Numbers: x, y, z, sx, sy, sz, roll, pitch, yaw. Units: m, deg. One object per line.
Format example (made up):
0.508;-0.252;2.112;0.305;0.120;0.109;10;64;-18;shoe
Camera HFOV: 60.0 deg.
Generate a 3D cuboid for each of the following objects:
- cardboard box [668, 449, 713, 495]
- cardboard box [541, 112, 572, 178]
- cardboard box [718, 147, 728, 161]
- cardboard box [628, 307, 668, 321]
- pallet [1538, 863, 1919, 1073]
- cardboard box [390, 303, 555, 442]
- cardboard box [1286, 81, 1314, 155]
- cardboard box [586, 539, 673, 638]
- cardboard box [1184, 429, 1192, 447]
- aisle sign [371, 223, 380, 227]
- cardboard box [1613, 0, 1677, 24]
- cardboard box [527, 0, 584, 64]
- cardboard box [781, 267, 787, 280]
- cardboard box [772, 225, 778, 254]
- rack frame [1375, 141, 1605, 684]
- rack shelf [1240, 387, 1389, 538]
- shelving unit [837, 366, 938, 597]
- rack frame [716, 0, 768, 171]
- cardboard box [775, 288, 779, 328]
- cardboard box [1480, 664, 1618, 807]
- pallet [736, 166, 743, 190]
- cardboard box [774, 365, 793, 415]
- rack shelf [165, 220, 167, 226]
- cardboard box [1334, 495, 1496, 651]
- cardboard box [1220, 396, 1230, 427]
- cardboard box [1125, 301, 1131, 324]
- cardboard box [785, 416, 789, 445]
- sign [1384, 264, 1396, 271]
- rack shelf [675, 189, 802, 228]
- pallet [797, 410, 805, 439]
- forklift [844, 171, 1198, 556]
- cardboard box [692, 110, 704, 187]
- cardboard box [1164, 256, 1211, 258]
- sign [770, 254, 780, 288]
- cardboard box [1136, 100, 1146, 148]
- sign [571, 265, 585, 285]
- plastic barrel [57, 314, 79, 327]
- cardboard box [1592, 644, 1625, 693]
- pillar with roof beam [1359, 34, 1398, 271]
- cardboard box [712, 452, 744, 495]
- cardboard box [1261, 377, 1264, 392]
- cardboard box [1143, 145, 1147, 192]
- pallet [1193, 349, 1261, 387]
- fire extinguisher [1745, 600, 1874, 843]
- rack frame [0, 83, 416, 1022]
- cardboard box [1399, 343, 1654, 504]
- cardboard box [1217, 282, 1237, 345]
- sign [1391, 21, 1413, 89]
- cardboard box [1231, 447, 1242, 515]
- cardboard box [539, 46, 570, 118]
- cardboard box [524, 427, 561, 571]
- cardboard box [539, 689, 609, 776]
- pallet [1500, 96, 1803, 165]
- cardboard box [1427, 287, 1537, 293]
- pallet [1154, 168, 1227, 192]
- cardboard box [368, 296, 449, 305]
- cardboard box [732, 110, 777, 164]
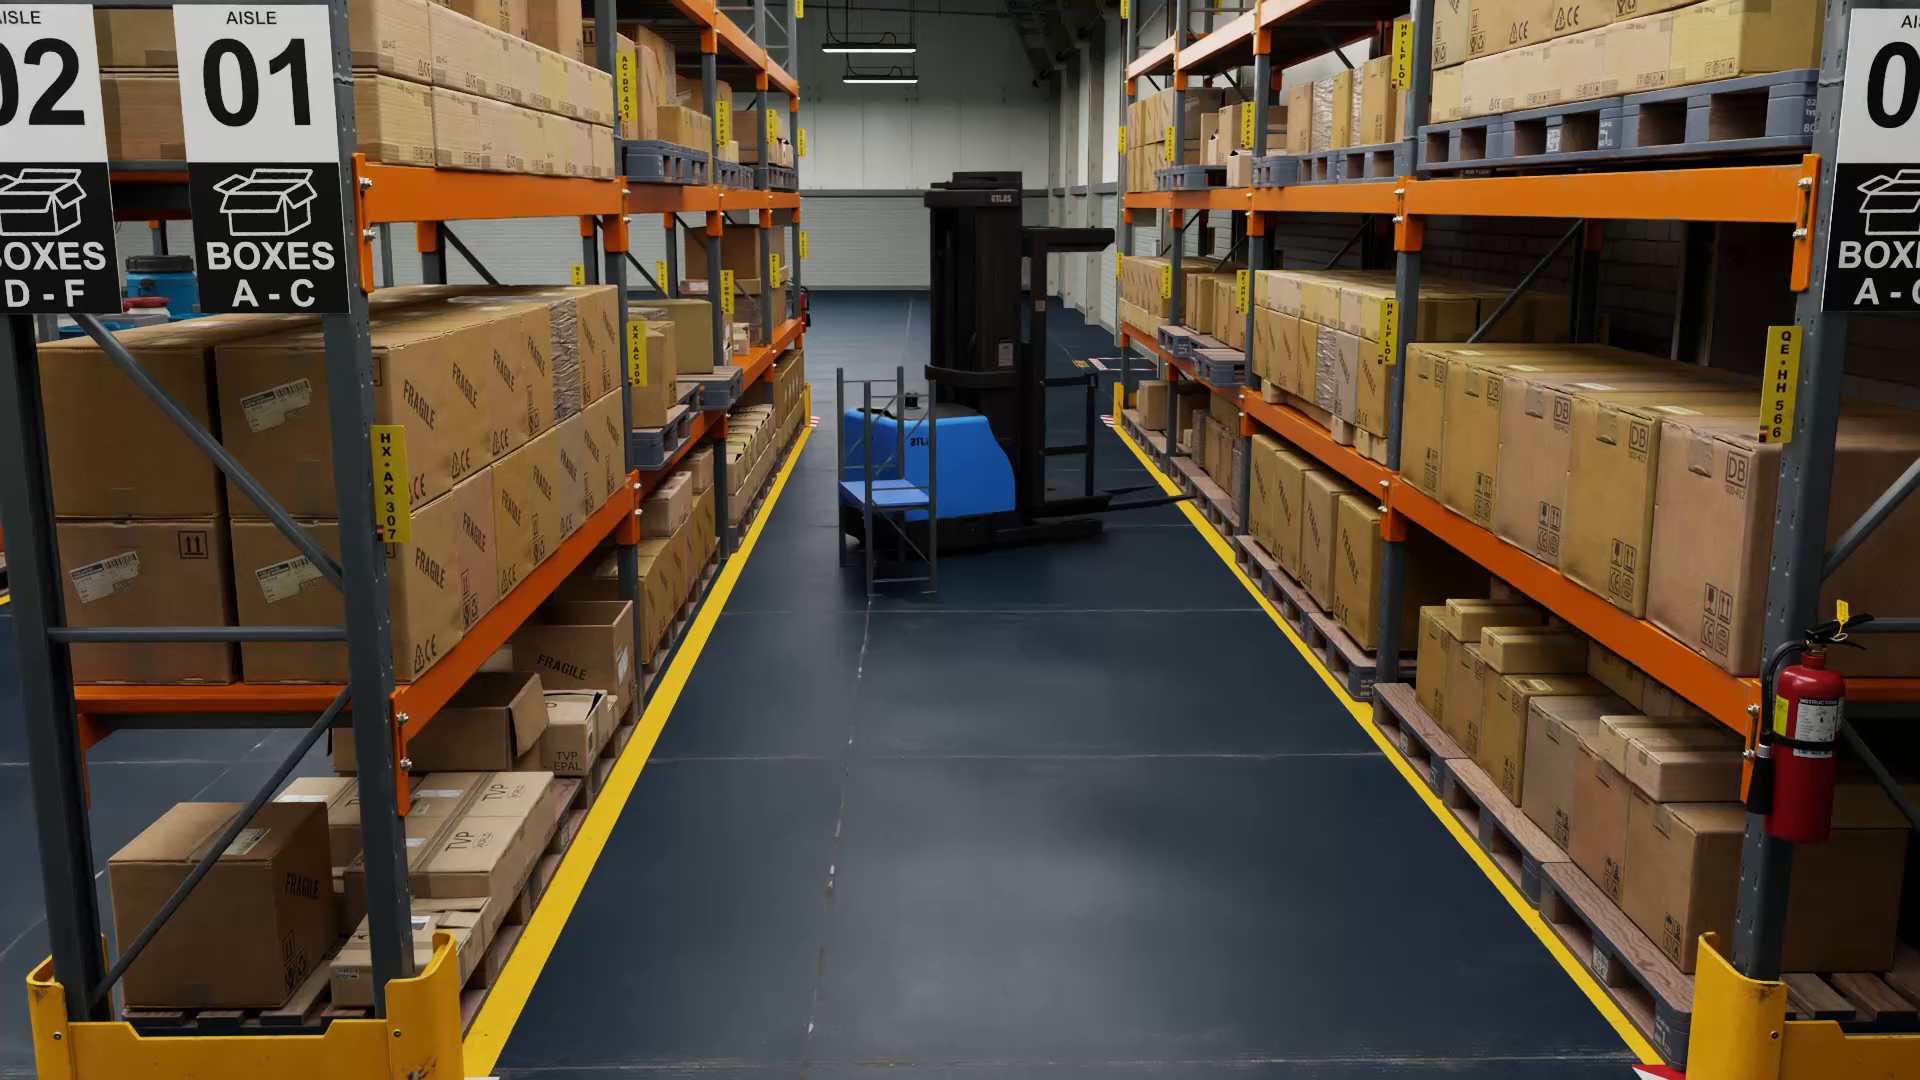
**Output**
-2.025;-0.480;11.673;0.500;0.250;0.500;0;11;1;cardboard box
-1.907;-1.625;6.856;0.500;0.250;0.500;0;11;-1;cardboard box
-2.349;-3.483;14.962;0.500;0.250;0.500;-1;12;-7;cardboard box
-2.330;-1.265;10.943;0.700;0.500;0.500;2;12;10;cardboard box
2.739;1.460;5.834;1.003;0.211;1.213;0;11;-1;pallet
-1.899;-0.660;6.502;0.500;0.500;0.500;0;11;-2;cardboard box
2.736;-2.979;11.797;0.700;0.500;0.500;-1;12;-6;cardboard box
-1.990;0.284;9.796;0.500;0.500;0.500;0;11;0;cardboard box
2.545;-1.067;17.294;0.380;0.166;0.250;-2;12;-9;cardboard box
-7.106;-4.178;20.070;0.394;0.787;0.004;0;11;-1;aisle sign
2.547;-2.011;5.568;0.500;0.500;0.500;0;11;1;cardboard box
-2.153;-2.435;7.707;0.700;0.500;0.500;0;11;-1;cardboard box
-2.244;-3.148;19.647;0.380;0.149;0.250;0;11;0;cardboard box
-2.424;-3.285;18.691;0.700;0.500;0.500;0;11;-1;cardboard box
2.751;-0.544;8.694;1.000;3.000;0.127;0;11;-1;rack frame
2.710;-0.589;10.725;1.077;0.370;4.000;0;11;-1;rack shelf
-0.539;-0.451;12.010;0.538;1.500;1.048;-3;12;-14;shelving unit
-2.367;-5.053;15.832;1.000;3.000;0.127;0;11;-1;rack frame
-2.432;-2.661;18.879;0.700;0.500;0.500;0;11;-1;cardboard box
2.680;0.827;7.171;0.700;0.500;0.500;0;11;0;cardboard box
-2.413;-3.052;13.989;1.003;0.211;1.213;0;11;1;pallet
-2.084;-1.631;18.026;0.500;0.500;0.500;0;11;-1;cardboard box
-7.360;-3.608;18.065;1.077;0.370;4.000;0;11;-1;rack shelf
2.608;0.175;9.500;0.750;0.750;0.750;0;11;0;cardboard box
2.645;-1.155;15.001;0.500;0.250;0.500;-1;11;-3;cardboard box
2.221;-2.664;19.472;0.500;0.250;0.500;-1;11;-3;cardboard box
-2.078;-1.164;17.611;0.500;0.250;0.500;0;11;-1;cardboard box
3.223;-1.909;12.513;0.100;0.325;0.005;0;11;-1;sign
-2.408;-3.628;18.162;1.077;0.370;4.000;0;11;-1;rack shelf
-2.392;-1.390;19.877;1.003;0.211;1.213;0;11;-1;pallet
0.576;-1.503;13.594;3.031;2.935;1.130;-7;13;-29;forklift
-2.231;-2.649;11.275;0.910;0.500;0.500;0;11;-1;cardboard box
2.726;-3.140;19.933;0.500;0.500;0.500;0;11;-2;cardboard box
-1.824;-2.646;16.342;0.100;0.325;0.005;0;11;-1;sign
2.250;-4.669;18.666;0.500;0.500;0.500;0;11;0;cardboard box
-2.839;-1.882;12.380;0.100;0.325;0.005;0;11;-1;sign
-7.480;-1.640;13.818;0.421;0.512;0.421;0;11;0;plastic barrel
2.889;0.536;6.973;0.380;0.149;0.250;0;11;-2;cardboard box
-0.798;-4.523;13.221;9.100;9.000;0.400;0;11;-1;pillar with roof beam
-2.001;-0.556;13.205;0.500;0.311;0.500;0;11;1;cardboard box
2.444;-1.159;12.309;0.380;0.149;0.250;0;11;-2;cardboard box
2.283;-4.074;18.249;0.500;0.500;0.500;0;11;2;cardboard box
2.547;-1.386;13.329;1.213;0.211;1.003;0;11;-1;pallet
2.376;0.504;4.663;0.296;0.674;0.183;0;11;-1;fire extinguisher
-2.119;0.273;4.671;1.000;3.000;0.127;0;11;-1;rack frame
2.746;-0.583;8.133;0.980;0.700;0.700;0;11;0;cardboard box
2.601;-1.944;14.240;0.700;0.500;0.500;0;11;-1;cardboard box
2.209;-2.417;8.293;0.100;0.325;0.005;0;11;-1;sign
2.602;-0.472;13.523;0.700;0.500;0.500;0;11;0;cardboard box
-1.905;-1.870;6.806;0.500;0.250;0.500;0;11;-1;cardboard box
-1.896;-0.167;6.588;0.500;0.500;0.500;0;11;0;cardboard box
-1.890;0.841;7.526;0.500;0.311;0.500;0;11;-1;cardboard box
2.780;-1.566;6.410;1.003;0.211;1.213;0;11;-1;pallet
2.985;-1.312;9.547;0.500;0.250;0.500;0;11;0;cardboard box
2.492;-3.389;15.646;1.213;0.211;1.003;0;11;-1;pallet
-2.452;-0.762;7.004;0.500;0.500;0.500;-1;11;-3;cardboard box
-2.113;-4.007;16.564;0.500;0.500;0.500;1;11;4;cardboard box
